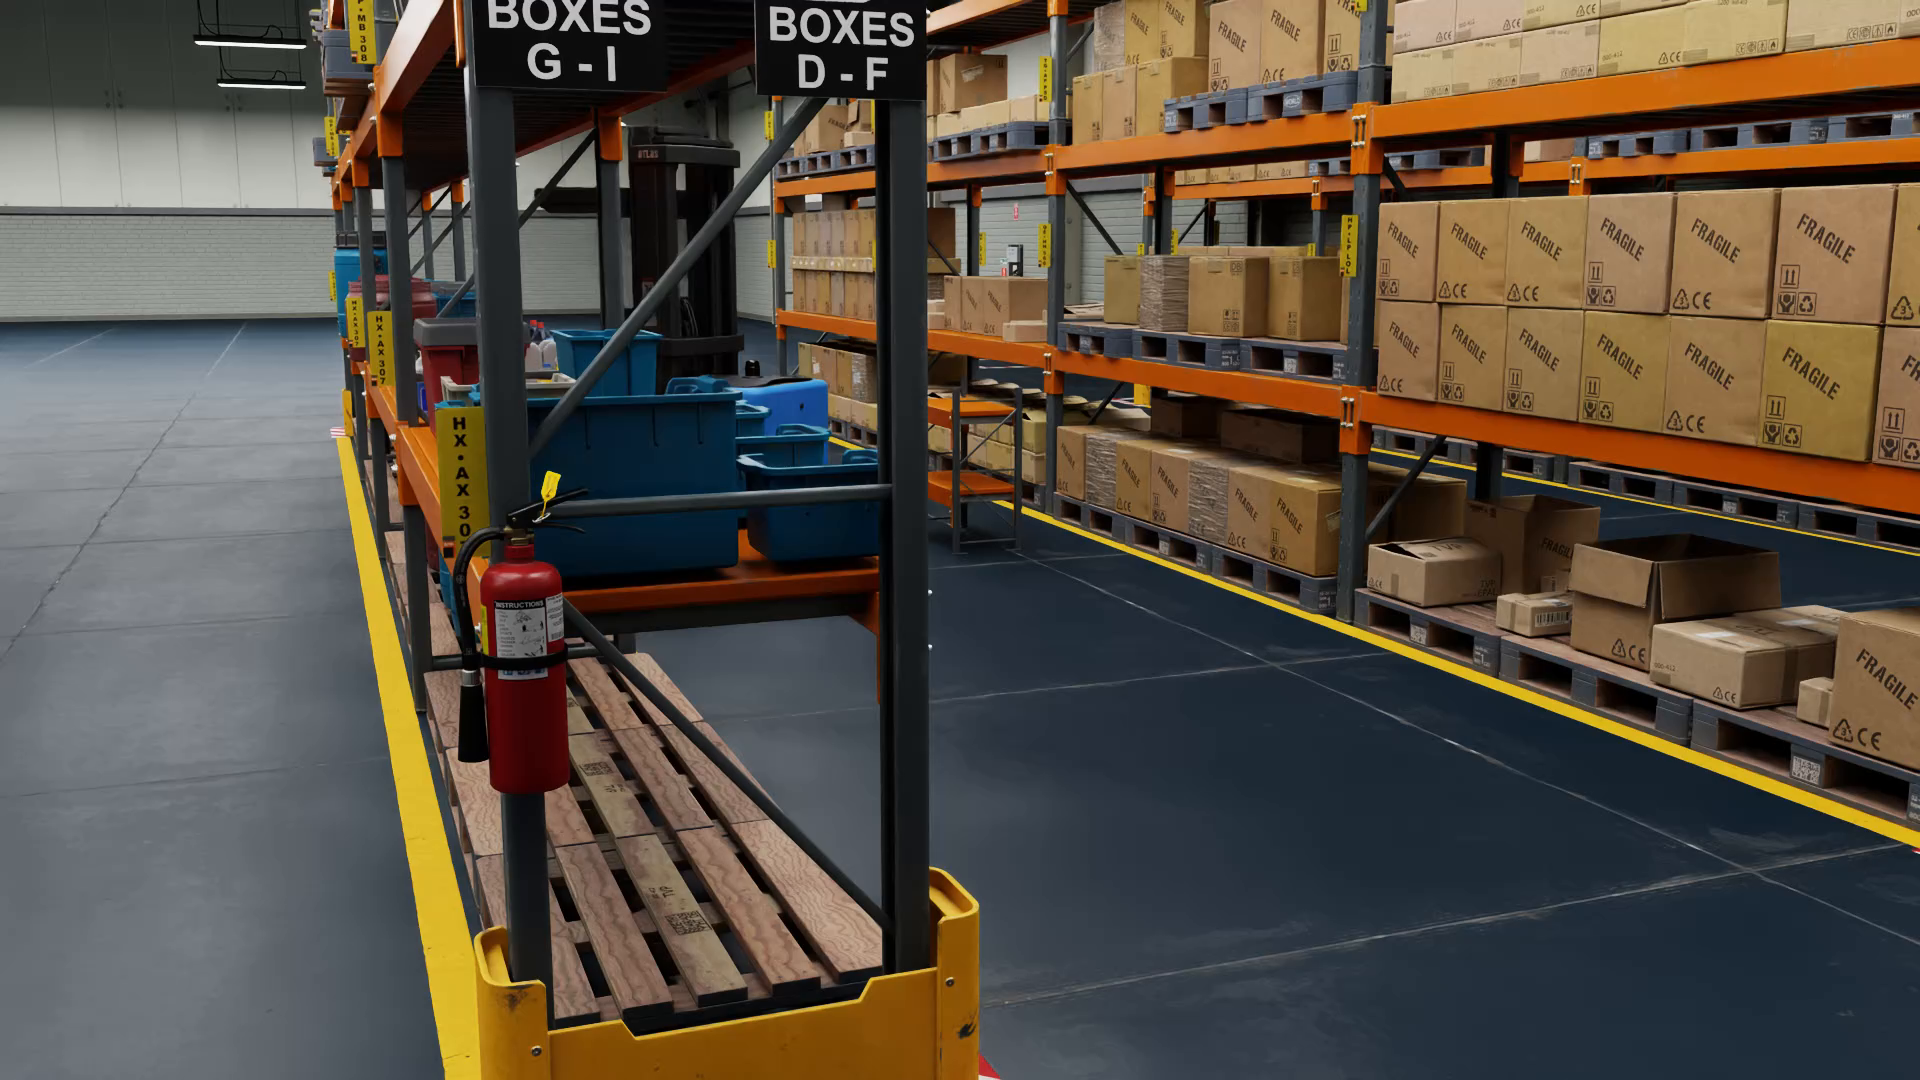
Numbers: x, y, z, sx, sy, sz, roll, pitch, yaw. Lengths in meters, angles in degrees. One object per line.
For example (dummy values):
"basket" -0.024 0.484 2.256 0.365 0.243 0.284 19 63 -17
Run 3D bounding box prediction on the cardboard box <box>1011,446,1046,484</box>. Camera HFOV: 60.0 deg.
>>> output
"cardboard box" 0.739 -0.623 13.509 0.500 0.250 0.500 -4 11 -20

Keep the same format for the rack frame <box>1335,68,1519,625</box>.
"rack frame" 2.607 -1.047 9.239 1.000 3.000 0.127 -4 11 -21

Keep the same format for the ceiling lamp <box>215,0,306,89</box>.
"ceiling lamp" -17.002 -12.574 40.245 2.000 3.185 0.800 -4 11 -21

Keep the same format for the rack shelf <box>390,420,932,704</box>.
"rack shelf" -1.287 -0.052 5.703 1.077 0.370 4.000 -4 11 -21

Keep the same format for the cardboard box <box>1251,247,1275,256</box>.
"cardboard box" 3.678 -3.111 19.076 0.500 0.500 0.500 -4 11 -21

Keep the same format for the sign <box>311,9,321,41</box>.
"sign" -6.874 -5.508 17.787 0.100 0.325 0.005 -4 11 -21

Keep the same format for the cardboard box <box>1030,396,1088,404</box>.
"cardboard box" 0.860 -1.101 14.597 0.500 0.311 0.500 -4 11 -22

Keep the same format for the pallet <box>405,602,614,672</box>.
"pallet" -2.252 0.511 8.442 1.003 0.211 1.213 -4 11 -21

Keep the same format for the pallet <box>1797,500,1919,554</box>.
"pallet" 6.872 -0.110 11.935 1.003 0.211 1.213 -4 11 -21

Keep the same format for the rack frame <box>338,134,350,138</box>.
"rack frame" -4.910 -4.992 14.291 1.000 3.000 0.127 -4 11 -21

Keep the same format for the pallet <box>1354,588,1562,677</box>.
"pallet" 2.855 0.439 8.852 1.003 0.211 1.213 -4 11 -21

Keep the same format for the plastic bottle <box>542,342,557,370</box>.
"plastic bottle" -2.160 -0.923 8.896 0.152 0.276 0.135 -4 11 -21

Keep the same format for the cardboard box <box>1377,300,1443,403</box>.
"cardboard box" 2.537 -0.995 8.665 0.500 0.500 0.500 -4 11 -19

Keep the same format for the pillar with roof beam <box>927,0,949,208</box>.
"pillar with roof beam" -4.427 -7.900 30.638 9.100 9.000 0.548 -4 11 -21

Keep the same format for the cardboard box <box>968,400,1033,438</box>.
"cardboard box" 0.363 -1.065 14.396 0.500 0.311 0.500 -4 11 -21

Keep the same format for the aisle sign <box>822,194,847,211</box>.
"aisle sign" -1.492 -4.315 20.188 0.394 0.787 0.004 -4 11 -21

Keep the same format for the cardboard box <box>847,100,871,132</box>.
"cardboard box" -0.772 -4.433 17.815 0.797 0.503 0.637 -3 10 -15

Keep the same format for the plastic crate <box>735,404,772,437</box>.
"plastic crate" -0.822 -0.303 5.366 0.416 0.233 0.300 -4 11 -21

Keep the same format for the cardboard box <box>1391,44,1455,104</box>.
"cardboard box" 2.552 -2.354 8.455 0.500 0.250 0.500 -4 11 -21

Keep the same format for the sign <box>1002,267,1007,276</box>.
"sign" 0.795 -4.760 30.015 0.001 0.329 0.234 -4 11 -21

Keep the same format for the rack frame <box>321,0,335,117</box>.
"rack frame" -6.360 -5.645 17.961 1.000 3.000 0.127 -4 11 -21

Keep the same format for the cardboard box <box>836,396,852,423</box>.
"cardboard box" -1.031 -1.430 18.047 0.500 0.250 0.500 -4 11 -21

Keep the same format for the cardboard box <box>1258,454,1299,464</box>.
"cardboard box" 2.281 -0.295 10.897 0.500 0.500 0.500 -4 11 -20

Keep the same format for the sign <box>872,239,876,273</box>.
"sign" -0.809 -2.782 16.298 0.100 0.325 0.005 -4 11 -21

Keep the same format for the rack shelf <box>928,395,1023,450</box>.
"rack shelf" 0.002 -0.841 11.764 0.538 0.278 1.000 -4 11 -21

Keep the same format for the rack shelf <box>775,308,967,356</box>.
"rack shelf" -1.017 -2.325 18.478 1.077 0.370 4.000 -4 11 -21

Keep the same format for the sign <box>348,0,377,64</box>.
"sign" -2.525 -2.179 7.017 0.100 0.325 0.005 -4 11 -21

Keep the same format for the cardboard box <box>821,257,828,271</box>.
"cardboard box" -1.332 -3.086 18.567 0.380 0.149 0.250 -4 11 -22

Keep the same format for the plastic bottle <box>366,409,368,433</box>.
"plastic bottle" -5.928 -1.217 16.697 0.061 0.283 0.133 -4 11 -20

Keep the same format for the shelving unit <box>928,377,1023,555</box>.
"shelving unit" 0.002 -0.553 11.815 0.538 1.125 1.048 -4 11 -21

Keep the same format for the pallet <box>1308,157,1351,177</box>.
"pallet" 4.448 -3.944 17.500 1.213 0.211 1.003 -4 11 -21

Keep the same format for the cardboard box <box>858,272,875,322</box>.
"cardboard box" -0.656 -2.559 17.458 0.700 0.500 0.500 -4 11 -21

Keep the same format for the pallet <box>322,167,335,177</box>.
"pallet" -6.151 -3.934 17.446 1.003 0.211 1.213 -4 11 -21

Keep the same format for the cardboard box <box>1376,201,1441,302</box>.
"cardboard box" 2.515 -1.493 8.610 0.500 0.500 0.500 -4 11 -19

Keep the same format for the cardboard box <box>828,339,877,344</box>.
"cardboard box" -1.270 -2.159 20.003 0.500 0.500 0.500 -4 11 -21

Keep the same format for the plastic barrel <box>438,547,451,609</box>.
"plastic barrel" -2.449 -0.112 8.777 0.600 0.901 0.708 -4 11 -21

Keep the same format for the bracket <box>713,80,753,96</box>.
"bracket" -6.184 -12.373 45.504 0.076 0.066 4.783 -4 11 -21

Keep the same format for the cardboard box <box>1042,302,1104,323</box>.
"cardboard box" 1.014 -1.814 13.807 0.500 0.311 0.500 -4 11 -22

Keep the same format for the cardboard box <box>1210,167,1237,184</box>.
"cardboard box" 3.329 -4.525 19.887 0.500 0.500 0.500 -3 11 -17

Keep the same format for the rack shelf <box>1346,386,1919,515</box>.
"rack shelf" 3.331 -0.366 7.466 1.077 0.370 4.000 -4 11 -21

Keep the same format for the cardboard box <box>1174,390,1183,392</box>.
"cardboard box" 3.041 -2.094 21.551 0.500 0.311 0.500 -5 11 -27

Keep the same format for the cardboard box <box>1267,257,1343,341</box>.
"cardboard box" 2.335 -1.502 10.316 0.700 0.500 0.500 -2 10 -12

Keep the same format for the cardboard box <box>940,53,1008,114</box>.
"cardboard box" 0.122 -4.137 15.133 0.500 0.500 0.500 -3 10 -15

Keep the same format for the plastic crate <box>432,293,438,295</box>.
"plastic crate" -4.221 -1.870 13.916 0.392 0.384 0.575 -4 11 -21

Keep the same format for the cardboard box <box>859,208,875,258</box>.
"cardboard box" -0.643 -3.195 17.326 0.700 0.500 0.500 -4 11 -21

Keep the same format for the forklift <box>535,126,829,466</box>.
"forklift" -2.541 -1.657 12.865 3.031 2.935 1.130 5 11 27

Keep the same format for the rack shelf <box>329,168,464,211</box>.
"rack shelf" -5.635 -3.488 16.452 1.077 0.370 4.000 -4 11 -21

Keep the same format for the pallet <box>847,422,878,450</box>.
"pallet" -0.541 -1.112 17.569 1.003 0.211 1.213 -4 11 -21

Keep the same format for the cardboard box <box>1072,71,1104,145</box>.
"cardboard box" 1.347 -3.156 12.249 0.910 0.500 0.500 -4 11 -21

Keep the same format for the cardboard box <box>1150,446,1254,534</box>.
"cardboard box" 1.622 -0.341 11.152 0.500 0.500 0.500 -4 11 -23

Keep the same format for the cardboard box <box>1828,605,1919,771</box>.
"cardboard box" 3.630 0.547 6.160 0.500 0.500 0.500 -4 11 -21

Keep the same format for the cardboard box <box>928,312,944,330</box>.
"cardboard box" -0.162 -2.071 15.716 0.380 0.149 0.250 -4 11 -21

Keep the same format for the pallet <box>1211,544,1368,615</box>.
"pallet" 2.277 0.196 10.216 1.003 0.211 1.213 -4 11 -21
